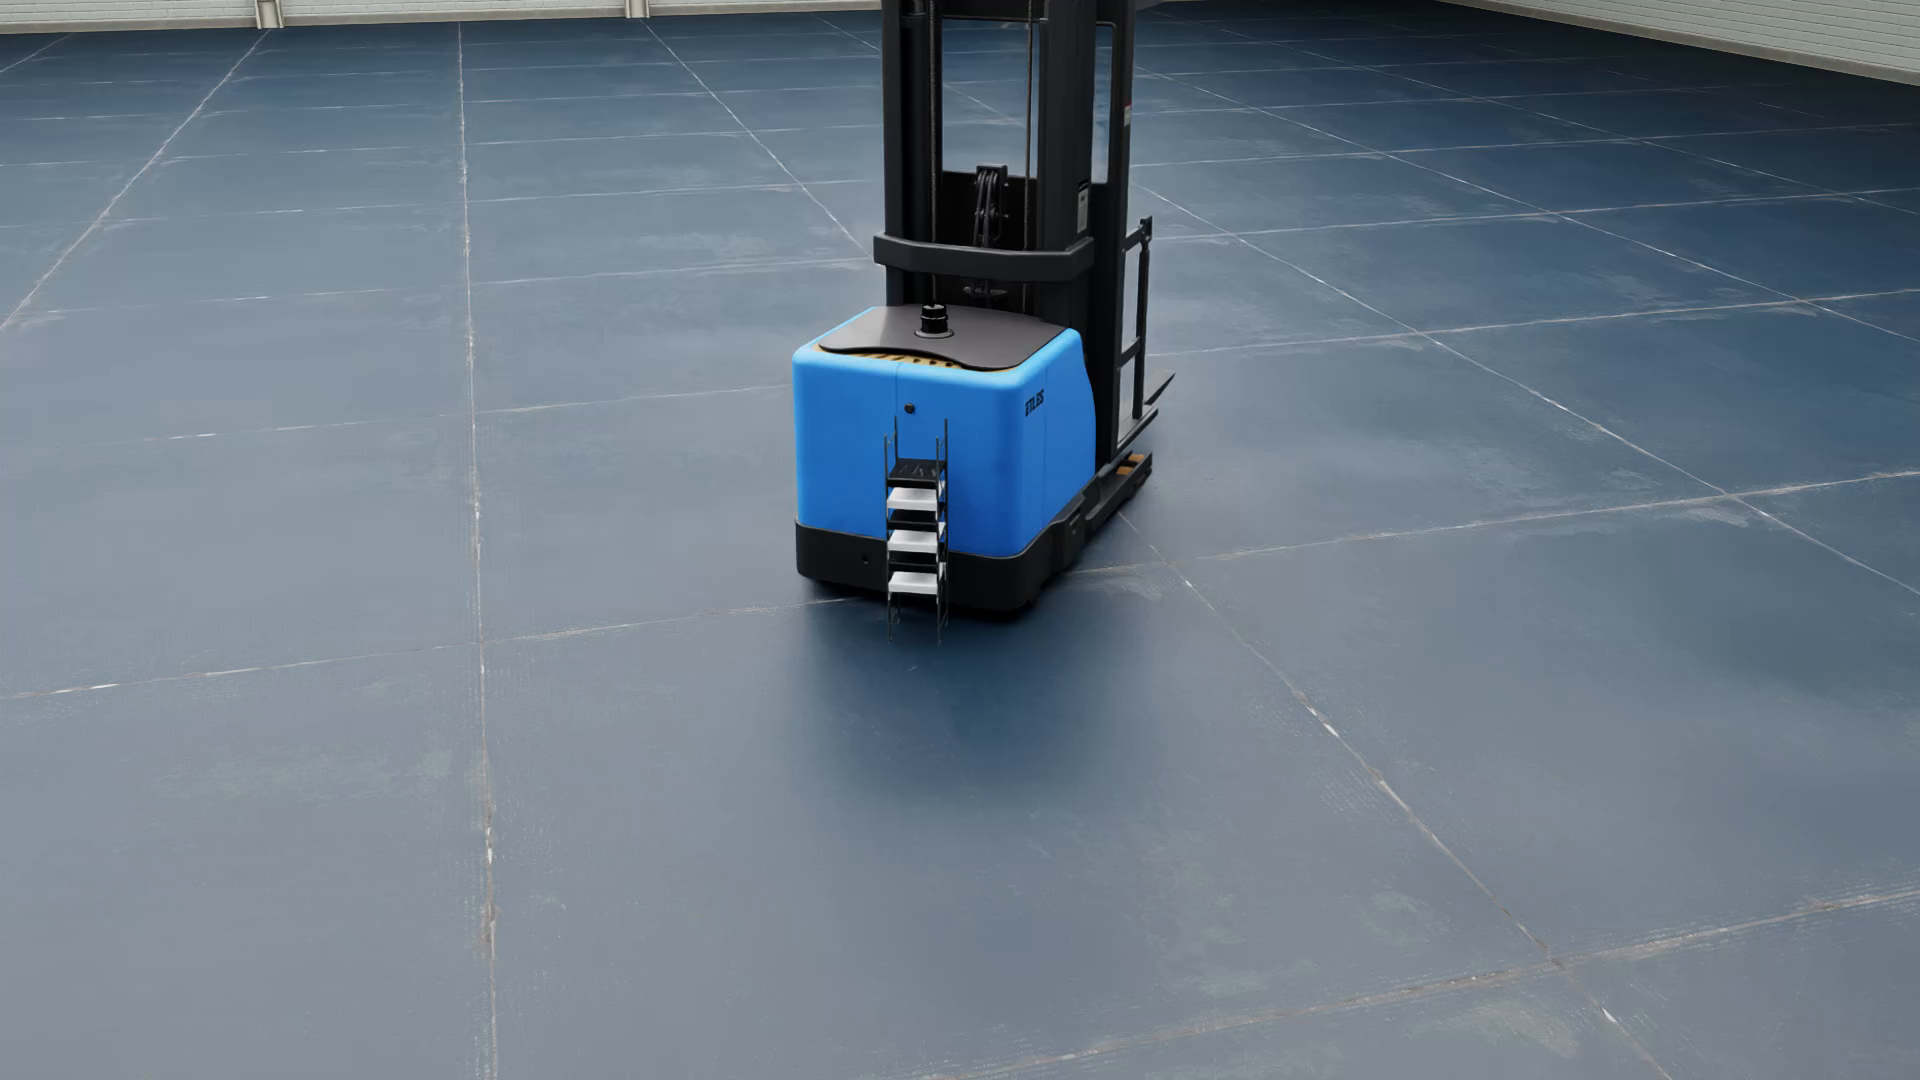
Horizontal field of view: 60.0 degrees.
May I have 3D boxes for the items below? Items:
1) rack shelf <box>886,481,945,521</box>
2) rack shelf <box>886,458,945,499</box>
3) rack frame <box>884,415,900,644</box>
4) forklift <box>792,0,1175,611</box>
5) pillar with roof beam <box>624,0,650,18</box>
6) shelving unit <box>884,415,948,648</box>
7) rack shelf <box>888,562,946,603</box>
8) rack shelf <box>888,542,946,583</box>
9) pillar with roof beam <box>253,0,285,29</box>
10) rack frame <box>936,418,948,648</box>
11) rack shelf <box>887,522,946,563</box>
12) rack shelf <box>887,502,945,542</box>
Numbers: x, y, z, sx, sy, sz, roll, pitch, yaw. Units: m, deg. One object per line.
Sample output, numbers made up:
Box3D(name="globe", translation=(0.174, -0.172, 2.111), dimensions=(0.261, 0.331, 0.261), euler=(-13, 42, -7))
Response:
Box3D(name="rack shelf", translation=(-0.171, -0.165, 6.622), dimensions=(0.200, 0.077, 0.258), euler=(3, 24, 8))
Box3D(name="rack shelf", translation=(-0.171, -0.248, 6.586), dimensions=(0.200, 0.077, 0.258), euler=(3, 24, 8))
Box3D(name="rack frame", translation=(-0.272, -0.036, 6.693), dimensions=(0.006, 0.900, 0.240), euler=(3, 24, 8))
Box3D(name="forklift", translation=(0.323, -1.602, 7.766), dimensions=(1.130, 2.935, 3.031), euler=(9, 25, 21))
Box3D(name="pillar with roof beam", translation=(-4.469, -11.636, 23.455), dimensions=(0.400, 9.000, 9.100), euler=(-6, 24, -14))
Box3D(name="shelving unit", translation=(-0.171, -0.031, 6.680), dimensions=(0.210, 0.900, 0.258), euler=(3, 24, 8))
Box3D(name="rack shelf", translation=(-0.171, 0.165, 6.764), dimensions=(0.200, 0.077, 0.258), euler=(3, 24, 8))
Box3D(name="rack shelf", translation=(-0.171, 0.083, 6.728), dimensions=(0.200, 0.077, 0.258), euler=(3, 24, 8))
Box3D(name="pillar with roof beam", translation=(-10.246, -10.997, 21.966), dimensions=(0.400, 9.000, 9.100), euler=(-6, 24, -14))
Box3D(name="rack frame", translation=(-0.070, -0.025, 6.666), dimensions=(0.006, 0.900, 0.240), euler=(3, 24, 8))
Box3D(name="rack shelf", translation=(-0.171, 0.000, 6.693), dimensions=(0.200, 0.077, 0.258), euler=(3, 24, 8))
Box3D(name="rack shelf", translation=(-0.171, -0.083, 6.657), dimensions=(0.200, 0.077, 0.258), euler=(3, 24, 8))
